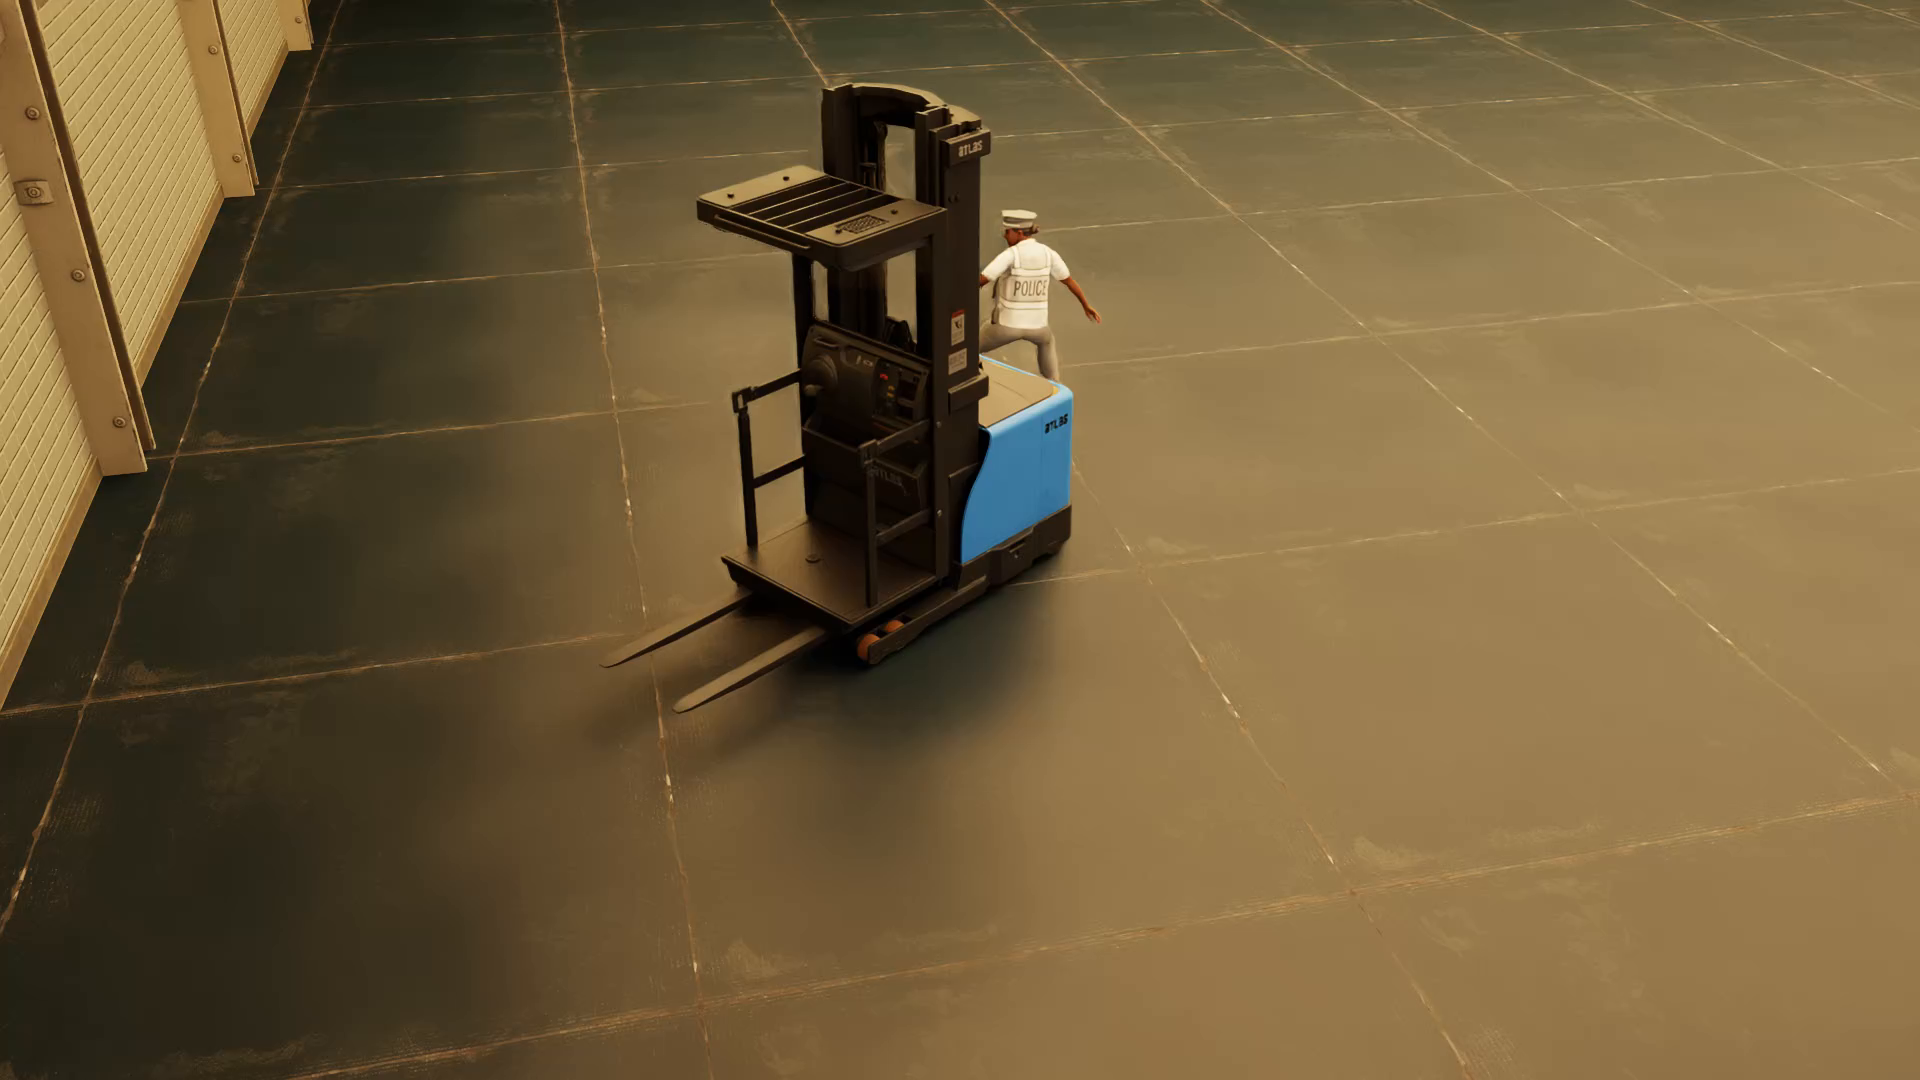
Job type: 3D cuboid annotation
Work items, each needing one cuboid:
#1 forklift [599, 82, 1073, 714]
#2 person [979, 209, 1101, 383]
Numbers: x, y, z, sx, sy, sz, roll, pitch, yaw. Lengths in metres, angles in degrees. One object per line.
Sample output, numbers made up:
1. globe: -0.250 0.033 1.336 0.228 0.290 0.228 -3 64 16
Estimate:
1. forklift: -0.671 -0.861 9.062 1.130 2.935 3.031 25 38 36
2. person: 0.459 -1.570 11.776 1.076 1.558 0.465 -9 31 -16
